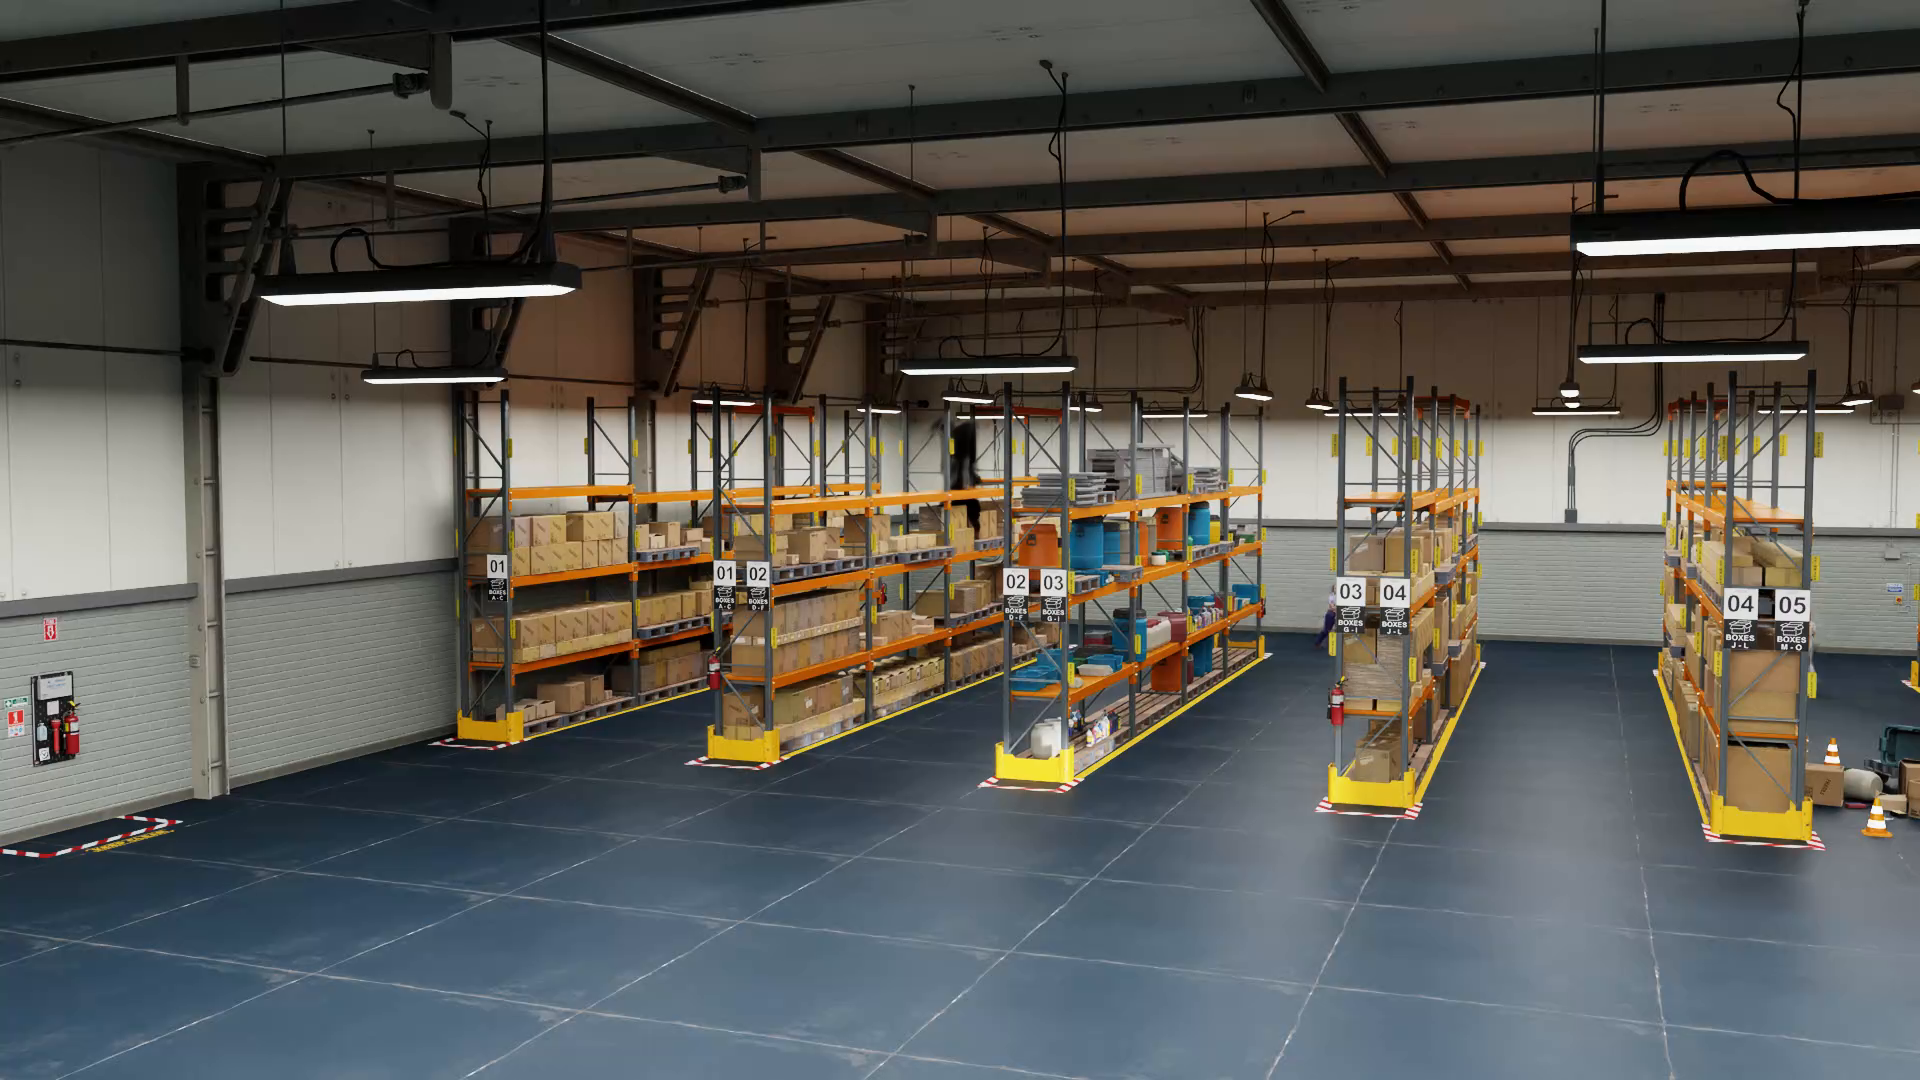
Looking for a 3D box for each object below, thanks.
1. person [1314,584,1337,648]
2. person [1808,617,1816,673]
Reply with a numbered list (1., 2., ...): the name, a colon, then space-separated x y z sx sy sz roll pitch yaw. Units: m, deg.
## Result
1. person: 9.216 1.974 41.067 0.868 1.600 0.612 3 4 42
2. person: 17.568 2.266 34.602 0.508 1.708 0.810 0 3 6
